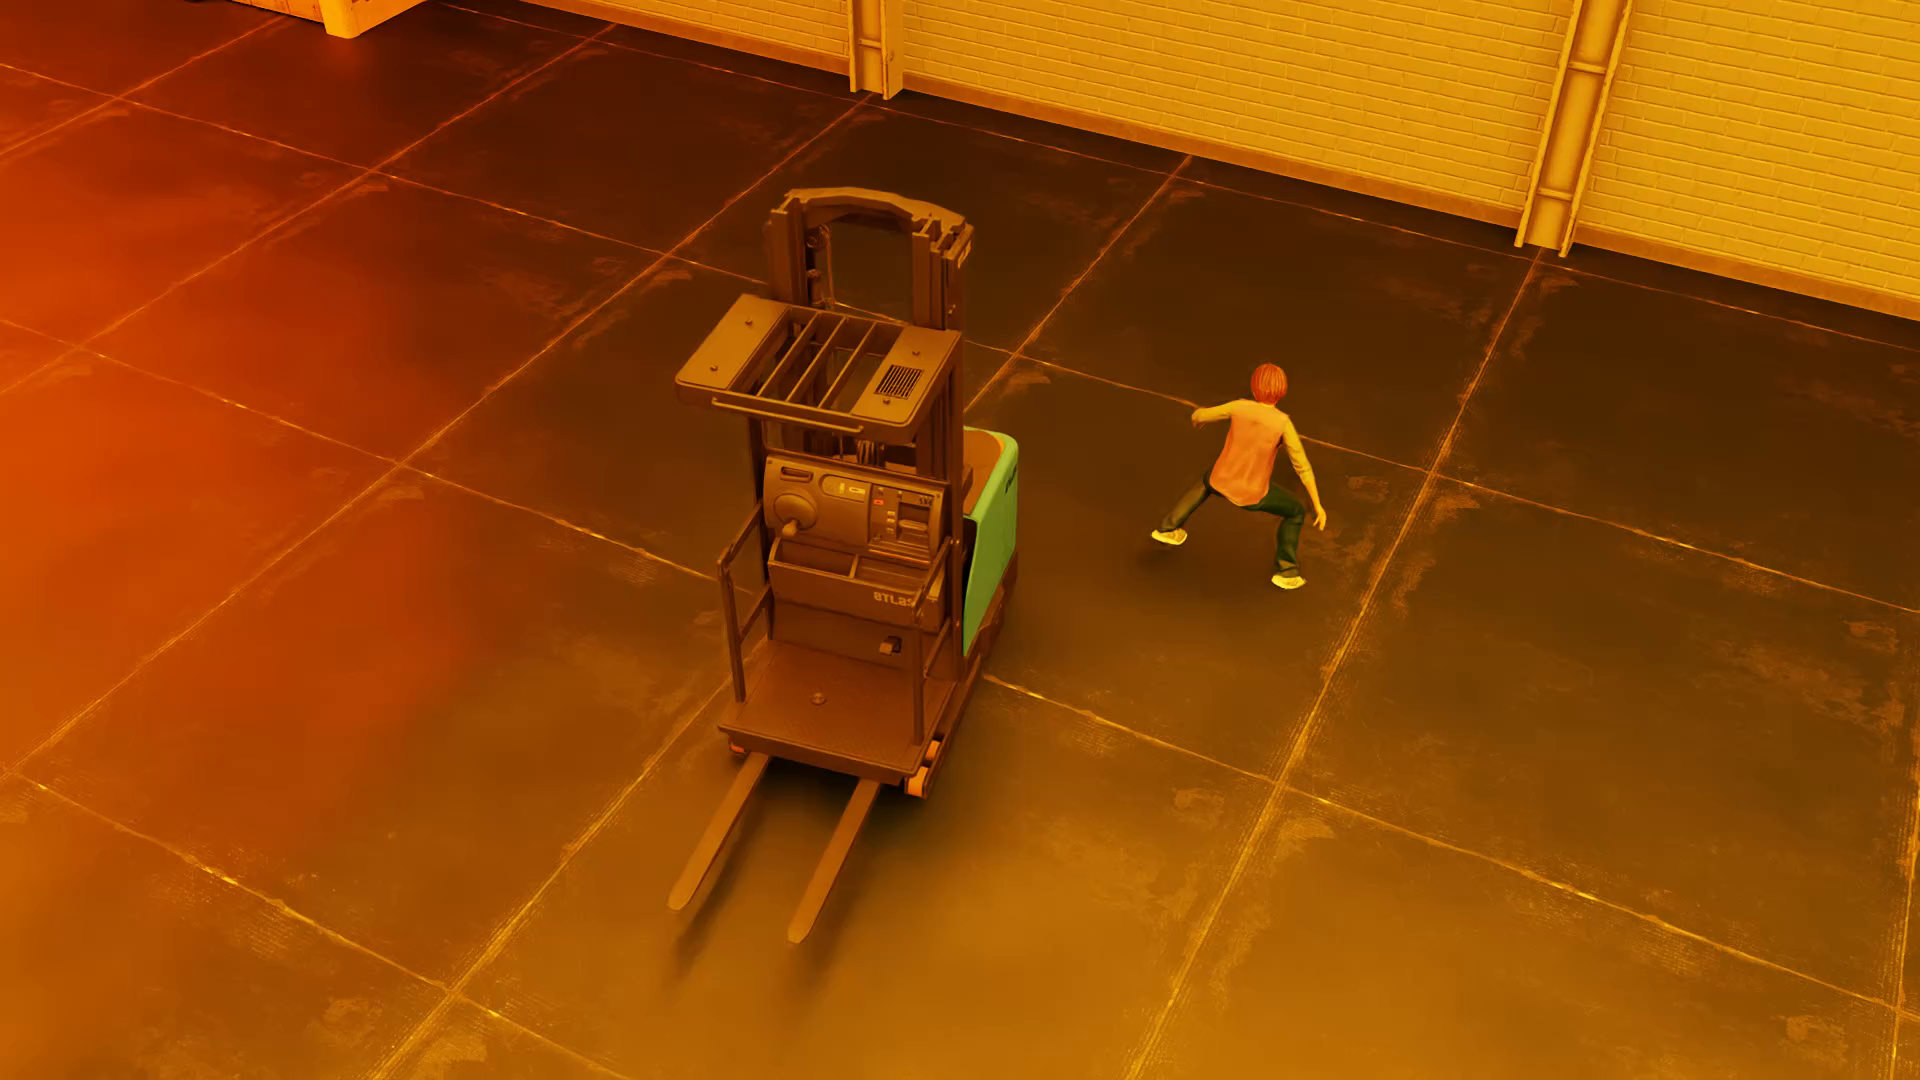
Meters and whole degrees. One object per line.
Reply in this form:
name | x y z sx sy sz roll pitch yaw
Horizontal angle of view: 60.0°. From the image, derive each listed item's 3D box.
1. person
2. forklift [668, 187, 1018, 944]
person | 1.692 -0.334 9.585 1.032 1.495 0.488 26 47 28
forklift | -0.597 -0.076 8.076 1.130 2.935 3.031 12 42 14
